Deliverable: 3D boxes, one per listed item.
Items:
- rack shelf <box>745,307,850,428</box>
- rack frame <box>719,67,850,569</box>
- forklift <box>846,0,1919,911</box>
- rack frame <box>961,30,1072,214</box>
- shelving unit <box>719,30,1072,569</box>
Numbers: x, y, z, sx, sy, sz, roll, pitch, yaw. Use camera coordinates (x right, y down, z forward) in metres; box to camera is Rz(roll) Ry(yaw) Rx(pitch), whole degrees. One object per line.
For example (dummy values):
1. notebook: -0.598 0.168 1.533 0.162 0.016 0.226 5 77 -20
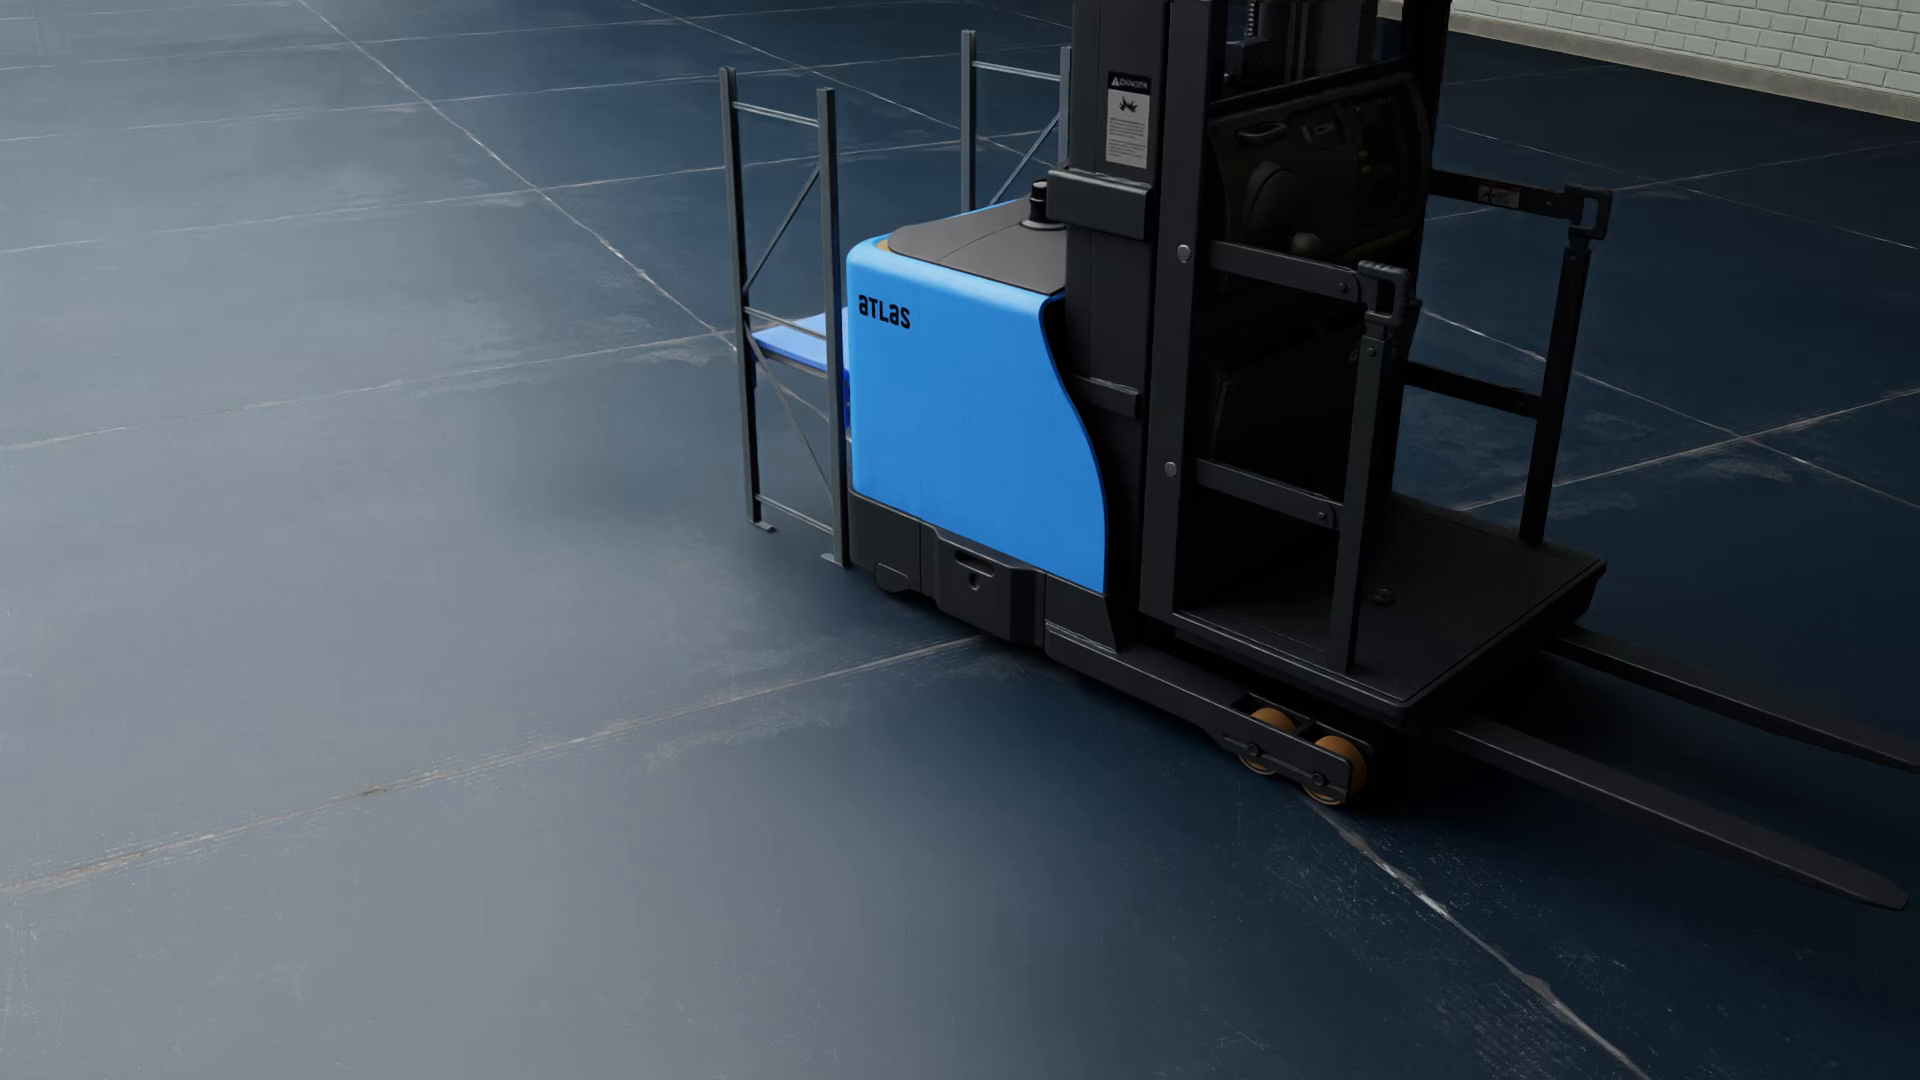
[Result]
1. rack shelf: -0.174 -0.658 5.555 1.000 0.185 0.538 -23 34 -39
2. rack frame: -0.537 -0.666 5.157 0.032 1.500 0.500 -23 34 -39
3. forklift: 1.066 -0.919 4.030 3.031 2.935 1.130 22 34 39
4. rack frame: 0.190 -0.974 5.798 0.032 1.500 0.500 -23 34 -39
5. shelving unit: -0.174 -0.820 5.477 1.048 1.500 0.538 -23 34 -39
